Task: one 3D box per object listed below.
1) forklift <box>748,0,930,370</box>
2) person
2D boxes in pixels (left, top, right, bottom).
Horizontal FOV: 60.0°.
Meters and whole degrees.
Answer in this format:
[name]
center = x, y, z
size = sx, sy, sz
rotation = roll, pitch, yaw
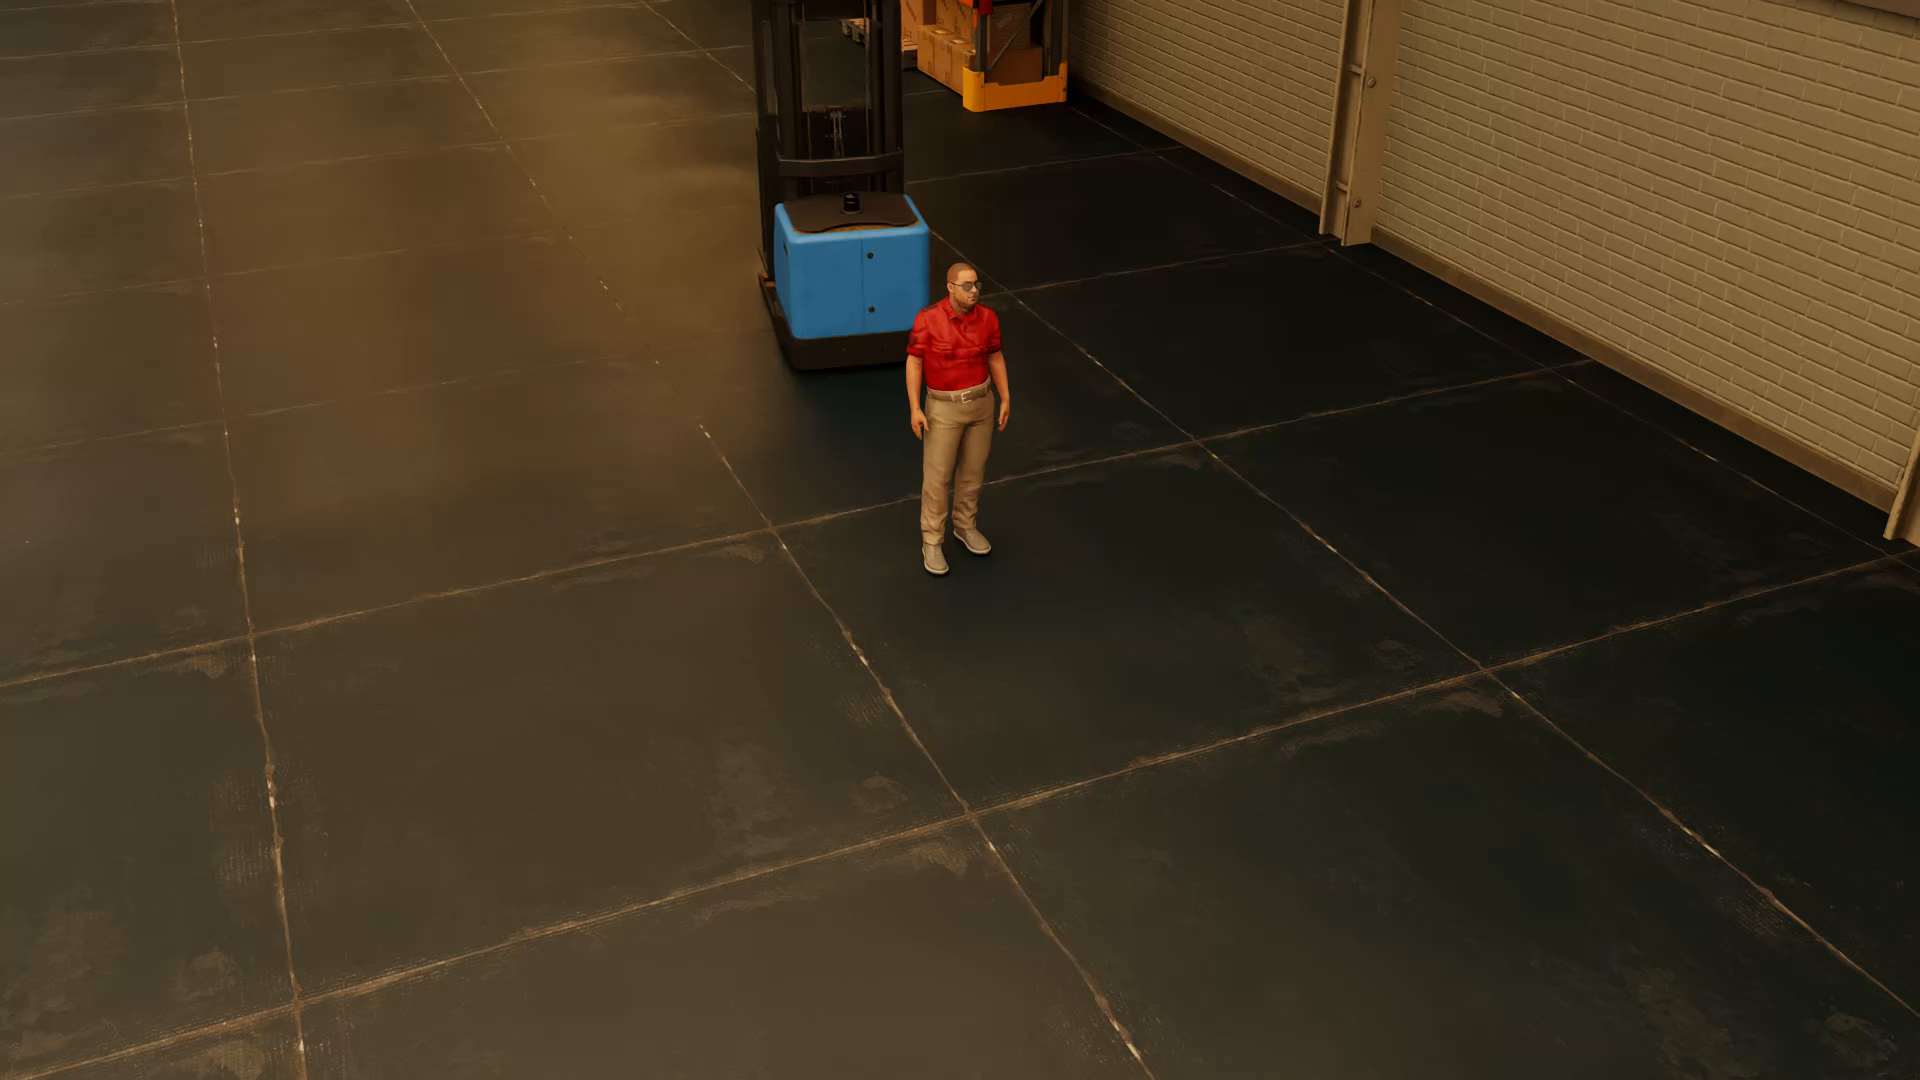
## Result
[forklift]
center = -1.028, -3.224, 12.759
size = 1.130, 2.935, 3.031
rotation = -6, 30, -11
[person]
center = 0.025, -0.713, 9.564
size = 0.640, 1.727, 0.551
rotation = -12, 32, -20
